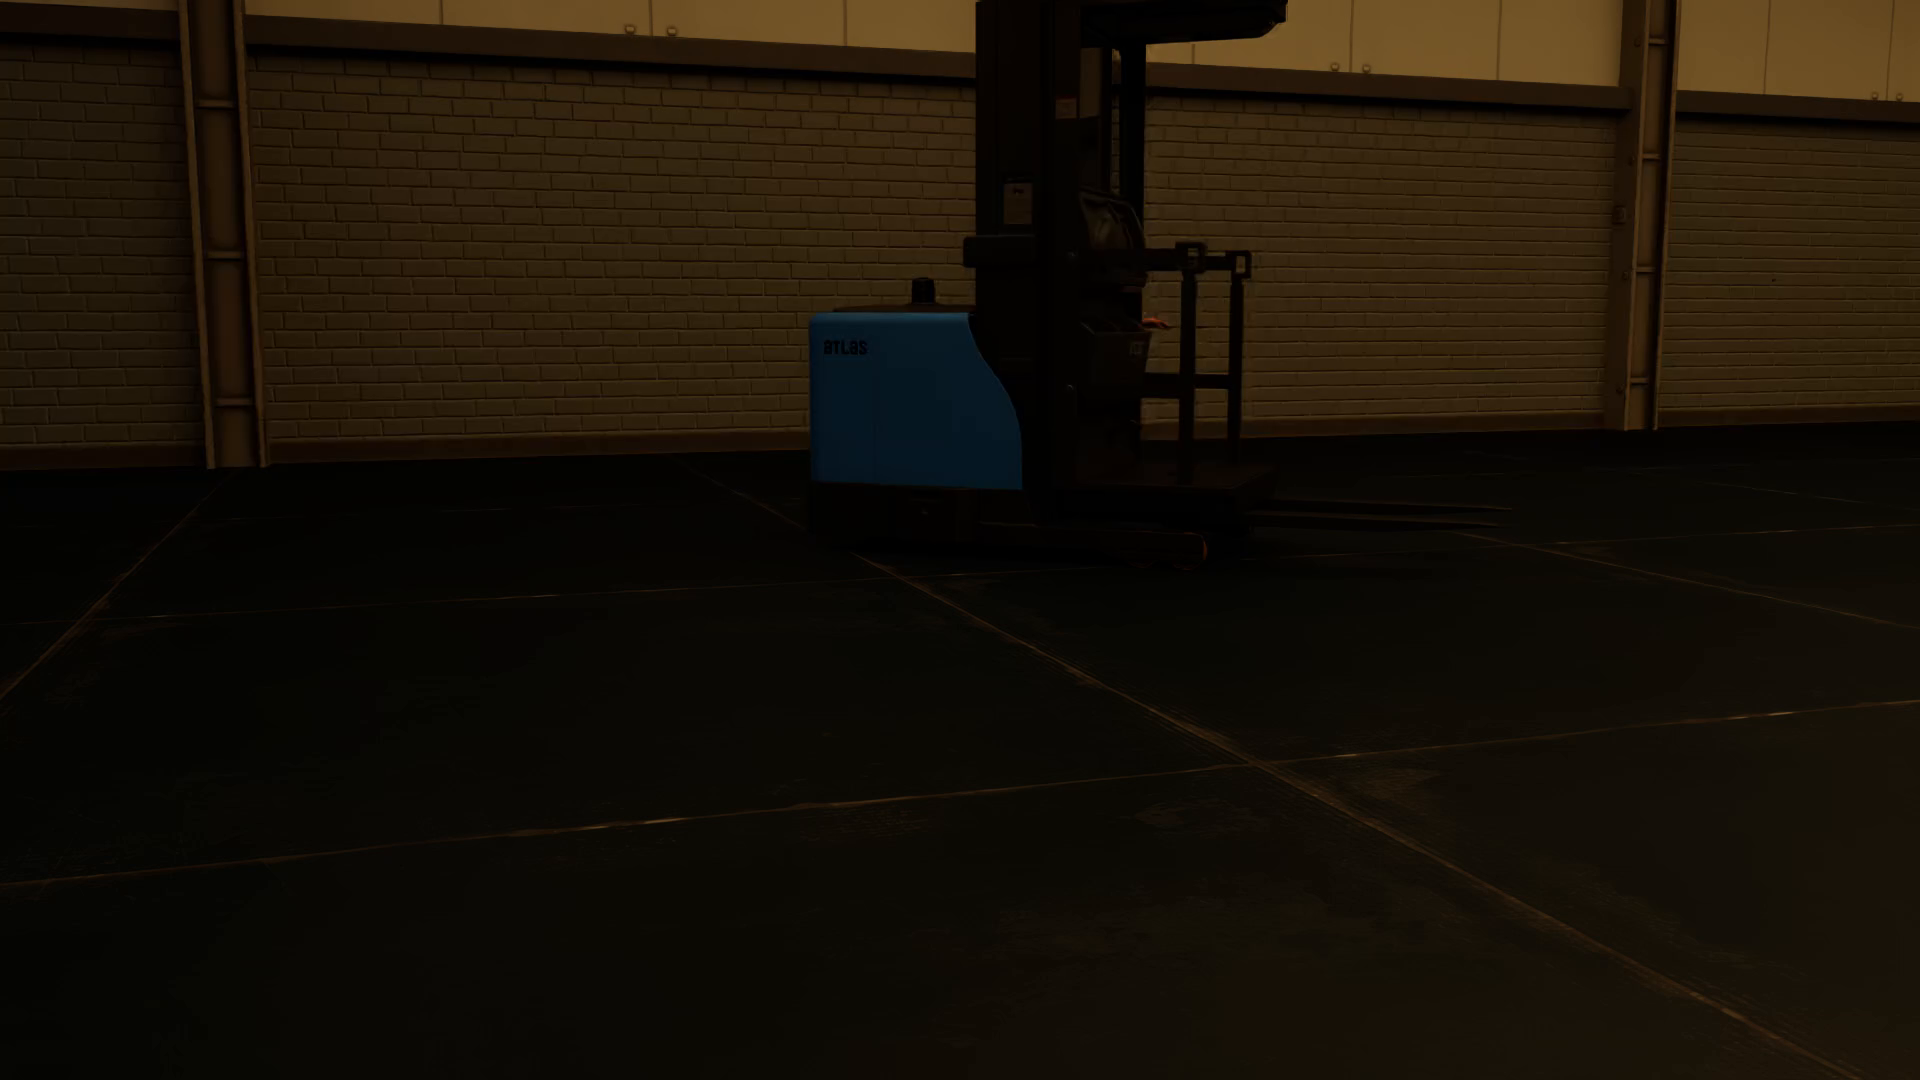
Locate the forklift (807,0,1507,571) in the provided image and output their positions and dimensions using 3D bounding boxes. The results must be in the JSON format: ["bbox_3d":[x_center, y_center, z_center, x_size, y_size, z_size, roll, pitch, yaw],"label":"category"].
[{"bbox_3d":[0.871,-1.403,7.366,3.031,2.935,1.130,3,8,21],"label":"forklift"}]

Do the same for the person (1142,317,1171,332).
[{"bbox_3d":[0.653,-0.852,8.765,0.915,1.480,1.293,1,8,6],"label":"person"}]
